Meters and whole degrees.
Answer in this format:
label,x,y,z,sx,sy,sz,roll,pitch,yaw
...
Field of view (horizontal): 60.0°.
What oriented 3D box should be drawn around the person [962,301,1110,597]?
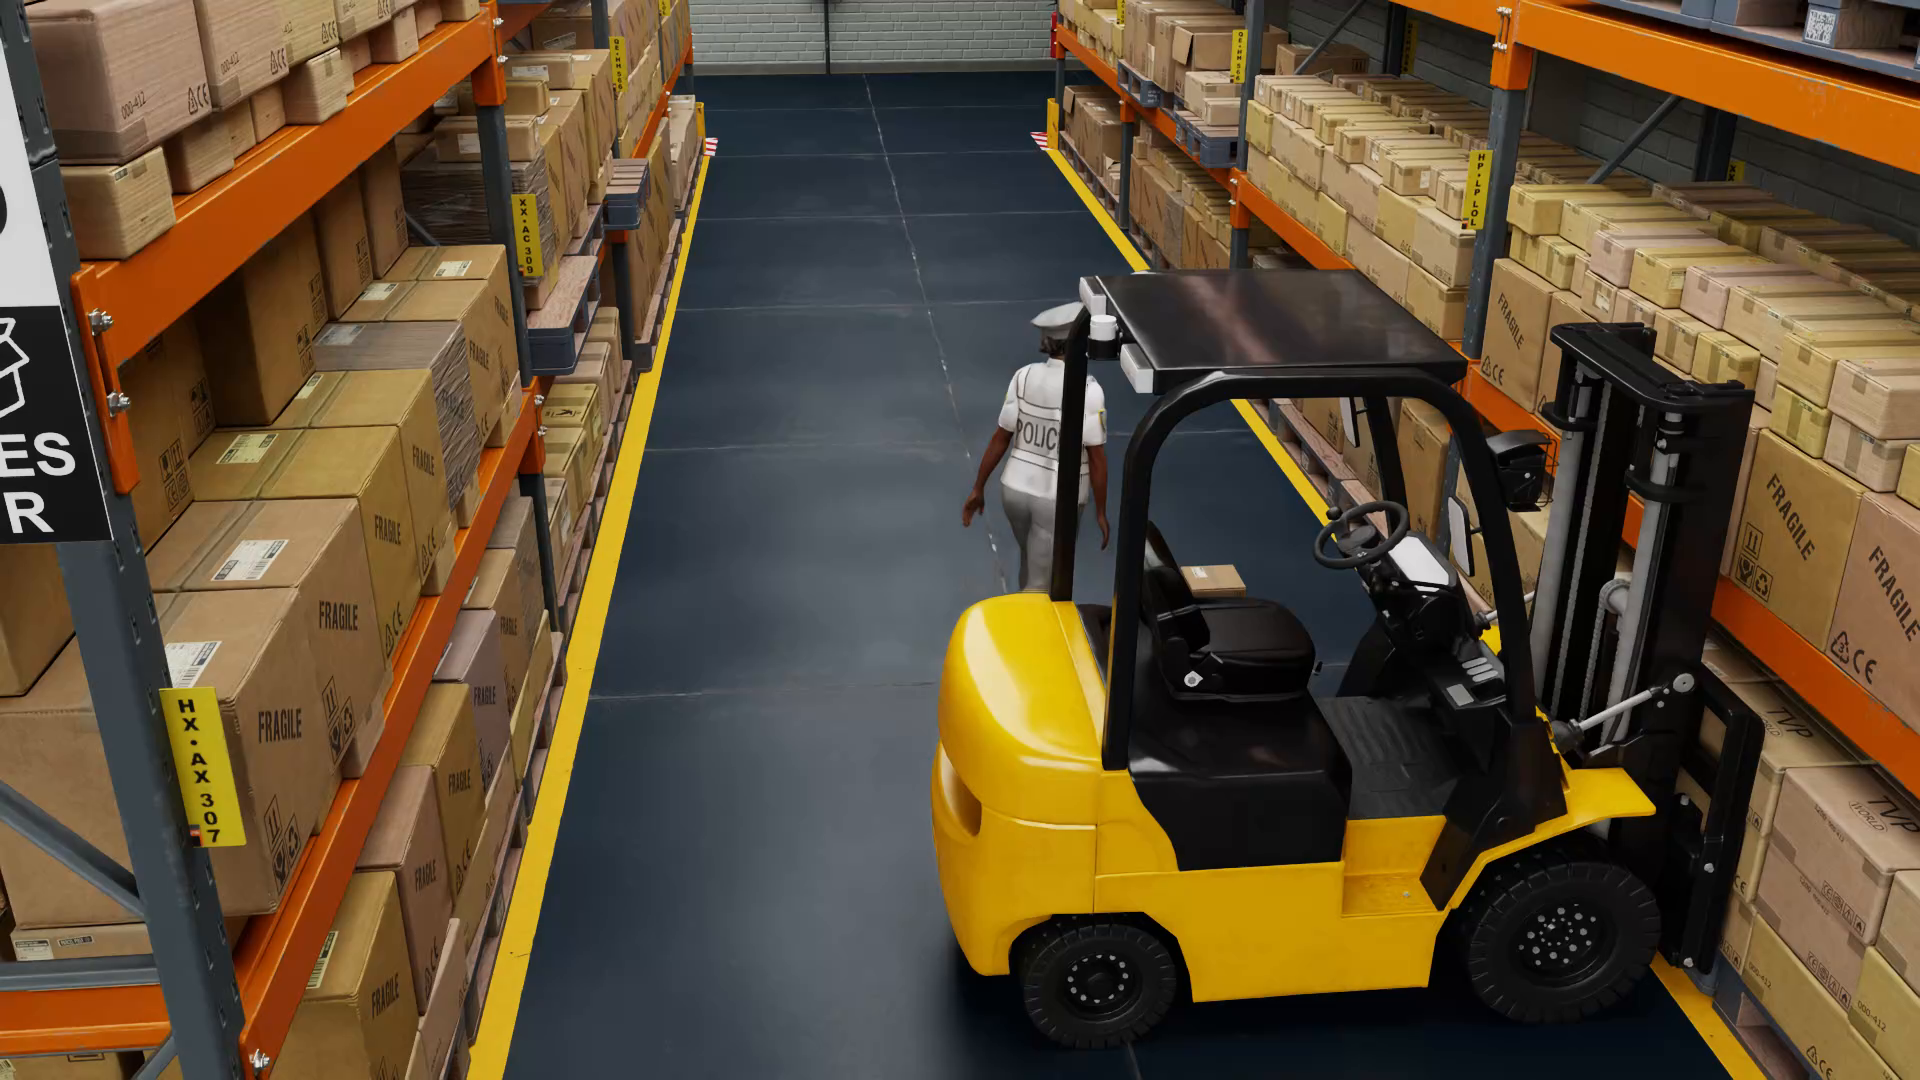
label,x,y,z,sx,sy,sz,roll,pitch,yaw
person,0.367,-0.186,7.024,0.605,1.593,0.982,17,29,33
